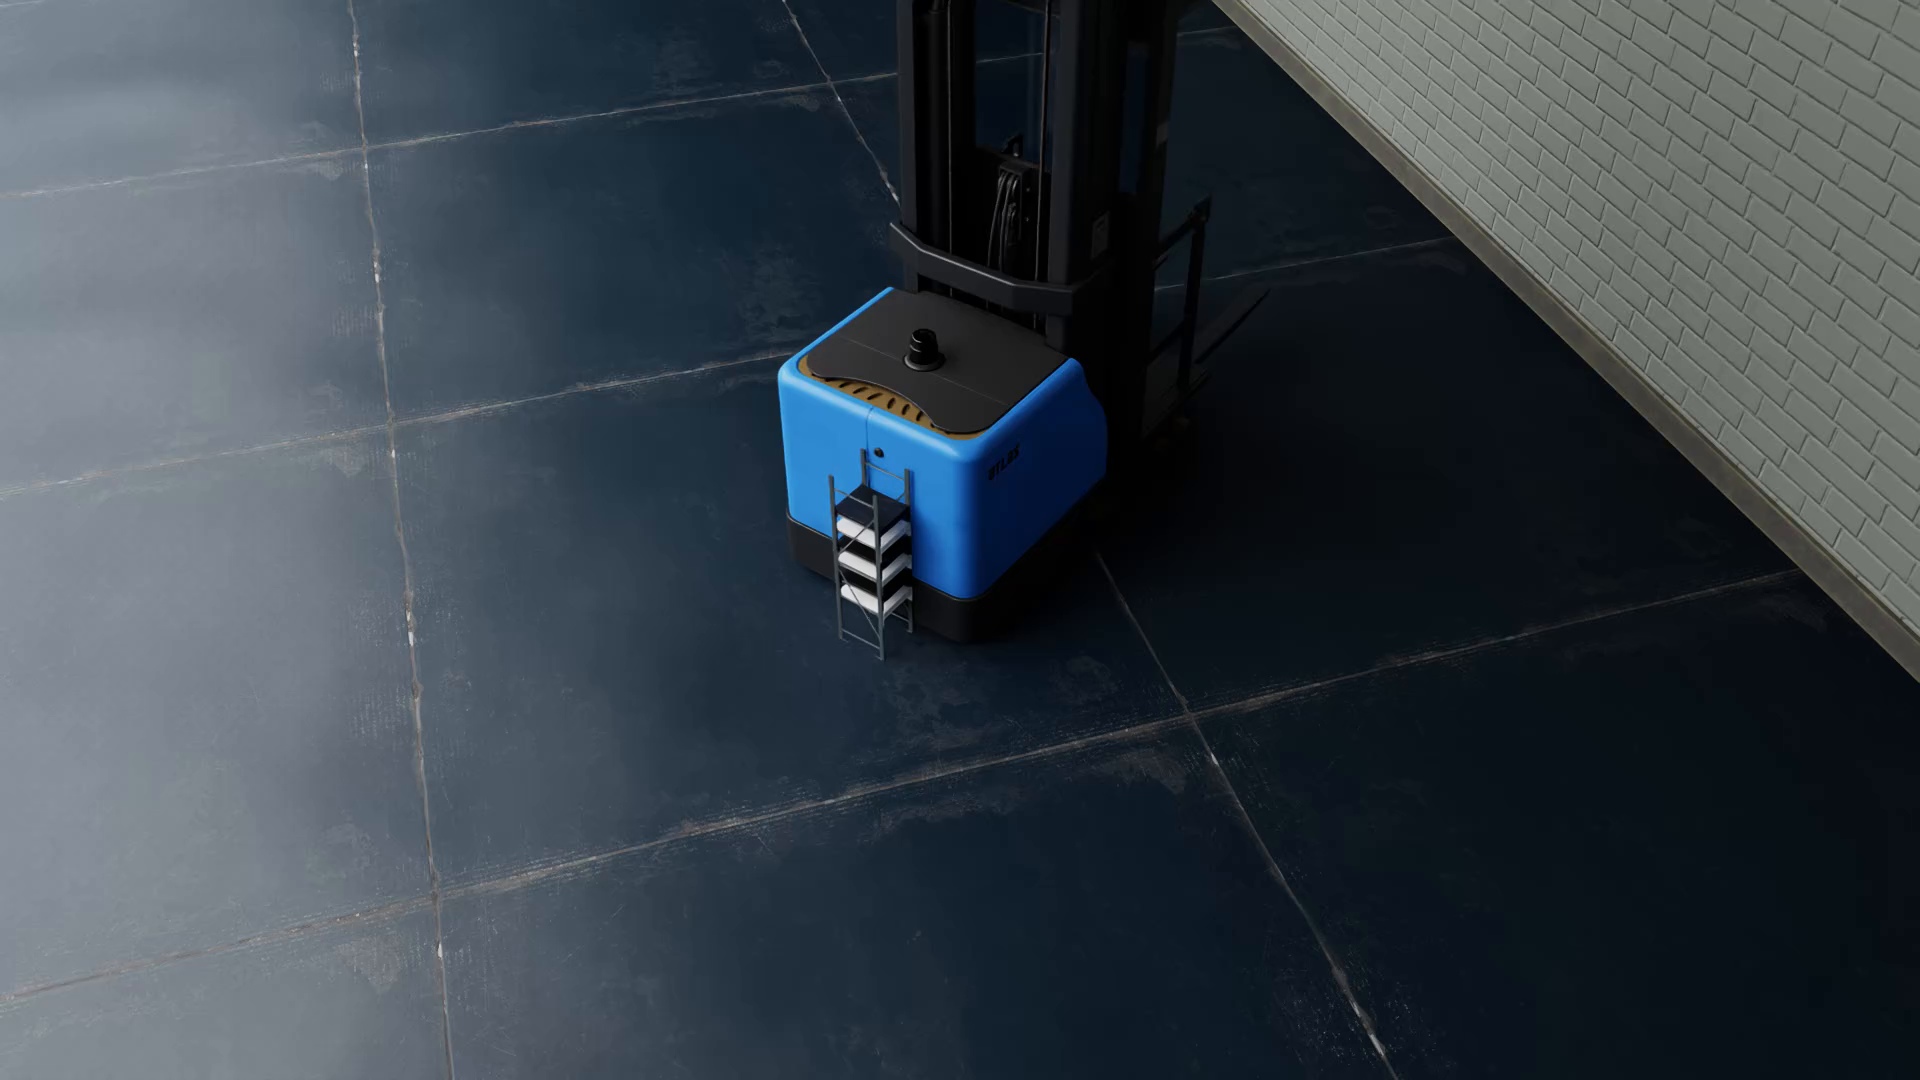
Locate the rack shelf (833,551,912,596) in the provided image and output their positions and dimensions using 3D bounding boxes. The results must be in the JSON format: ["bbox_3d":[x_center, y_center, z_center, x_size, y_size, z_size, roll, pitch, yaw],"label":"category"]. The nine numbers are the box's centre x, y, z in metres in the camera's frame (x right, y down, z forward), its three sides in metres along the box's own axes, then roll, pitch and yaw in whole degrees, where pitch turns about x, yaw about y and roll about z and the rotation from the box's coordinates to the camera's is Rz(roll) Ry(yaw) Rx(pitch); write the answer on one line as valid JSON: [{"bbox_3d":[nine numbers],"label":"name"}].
[{"bbox_3d":[-0.358,0.098,6.854,0.258,0.077,0.200,25,47,26],"label":"rack shelf"}]

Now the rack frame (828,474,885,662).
[{"bbox_3d":[-0.417,0.128,6.769,0.240,0.900,0.006,25,47,26],"label":"rack frame"}]

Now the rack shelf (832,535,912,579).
[{"bbox_3d":[-0.358,0.030,6.795,0.258,0.077,0.200,25,47,26],"label":"rack shelf"}]

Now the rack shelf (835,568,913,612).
[{"bbox_3d":[-0.358,0.166,6.913,0.258,0.077,0.200,25,47,26],"label":"rack shelf"}]

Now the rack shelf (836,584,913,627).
[{"bbox_3d":[-0.358,0.234,6.972,0.258,0.077,0.200,25,47,26],"label":"rack shelf"}]

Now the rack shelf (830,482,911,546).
[{"bbox_3d":[-0.358,-0.105,6.676,0.258,0.077,0.200,25,47,26],"label":"rack shelf"}]

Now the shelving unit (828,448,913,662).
[{"bbox_3d":[-0.358,0.073,6.832,0.258,0.900,0.210,25,47,26],"label":"shelving unit"}]

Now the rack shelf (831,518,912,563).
[{"bbox_3d":[-0.358,-0.037,6.735,0.258,0.077,0.200,25,47,26],"label":"rack shelf"}]

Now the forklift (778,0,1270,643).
[{"bbox_3d":[0.498,-1.601,7.205,1.130,2.935,3.031,25,47,26],"label":"forklift"}]

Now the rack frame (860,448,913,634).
[{"bbox_3d":[-0.299,0.018,6.895,0.240,0.900,0.006,25,47,26],"label":"rack frame"}]
